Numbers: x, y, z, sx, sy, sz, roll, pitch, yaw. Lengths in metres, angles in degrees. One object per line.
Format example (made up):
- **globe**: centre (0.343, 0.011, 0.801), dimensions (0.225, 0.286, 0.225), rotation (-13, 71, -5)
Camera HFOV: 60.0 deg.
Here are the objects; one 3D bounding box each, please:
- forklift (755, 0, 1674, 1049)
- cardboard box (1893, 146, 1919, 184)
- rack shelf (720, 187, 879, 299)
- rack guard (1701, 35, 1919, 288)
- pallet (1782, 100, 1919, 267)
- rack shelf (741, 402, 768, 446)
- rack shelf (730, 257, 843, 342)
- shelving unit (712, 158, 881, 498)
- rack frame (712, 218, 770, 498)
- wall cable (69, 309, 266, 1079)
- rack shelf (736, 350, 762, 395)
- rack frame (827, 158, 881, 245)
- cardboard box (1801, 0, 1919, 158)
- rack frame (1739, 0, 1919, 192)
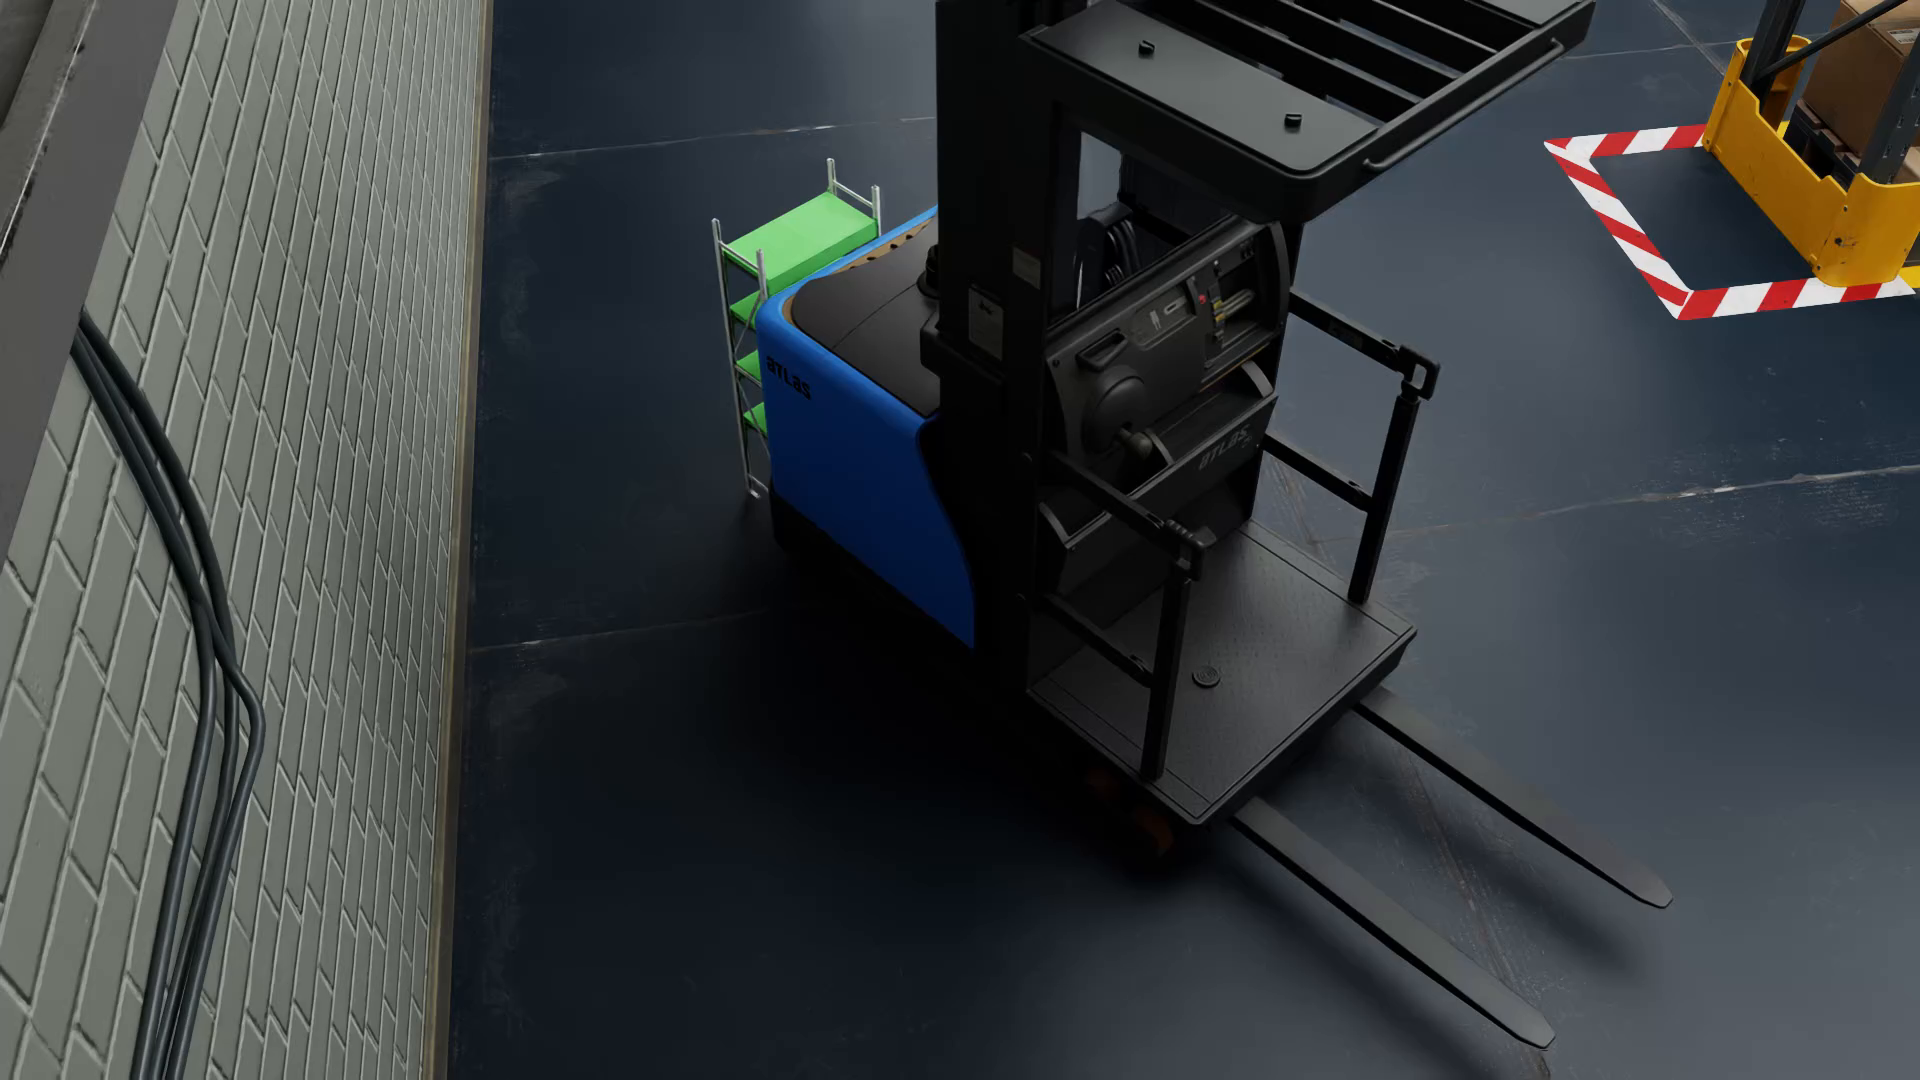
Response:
- **forklift**: centre (0.726, -0.475, 4.390), dimensions (1.130, 2.935, 3.031), rotation (-35, 55, -29)
- **cardboard box**: centre (4.109, -1.492, 6.997), dimensions (0.250, 0.149, 0.380), rotation (-7, 46, -7)
- **rack shelf**: centre (-0.526, -0.953, 5.476), dimensions (0.480, 0.148, 0.258), rotation (-35, 55, -29)
- **rack guard**: centre (3.713, -1.663, 7.223), dimensions (0.348, 0.500, 1.175), rotation (-7, 46, -7)
- **pallet**: centre (4.498, -1.661, 7.422), dimensions (1.213, 0.211, 1.003), rotation (-7, 46, -7)
- **rack shelf**: centre (-0.526, -0.454, 5.994), dimensions (0.480, 0.148, 0.258), rotation (-35, 55, -29)
- **rack shelf**: centre (-0.526, -0.787, 5.648), dimensions (0.480, 0.148, 0.258), rotation (-35, 55, -29)
- **shelving unit**: centre (-0.526, -0.665, 5.775), dimensions (0.503, 1.200, 0.258), rotation (-35, 55, -29)
- **rack frame**: centre (-0.700, -0.542, 5.657), dimensions (0.015, 1.200, 0.240), rotation (-35, 55, -29)
- **wall cable**: centre (-1.148, 0.430, 1.461), dimensions (0.112, 2.526, 3.097), rotation (-7, 46, -7)
- **rack shelf**: centre (-0.526, -0.620, 5.821), dimensions (0.480, 0.148, 0.258), rotation (-35, 55, -29)
- **rack frame**: centre (-0.352, -0.788, 5.894), dimensions (0.015, 1.200, 0.240), rotation (-35, 55, -29)
- **cardboard box**: centre (4.132, -2.048, 7.288), dimensions (0.500, 0.500, 0.500), rotation (-7, 46, -7)
- **rack frame**: centre (3.638, -2.521, 6.314), dimensions (0.127, 3.000, 1.000), rotation (-7, 46, -7)
